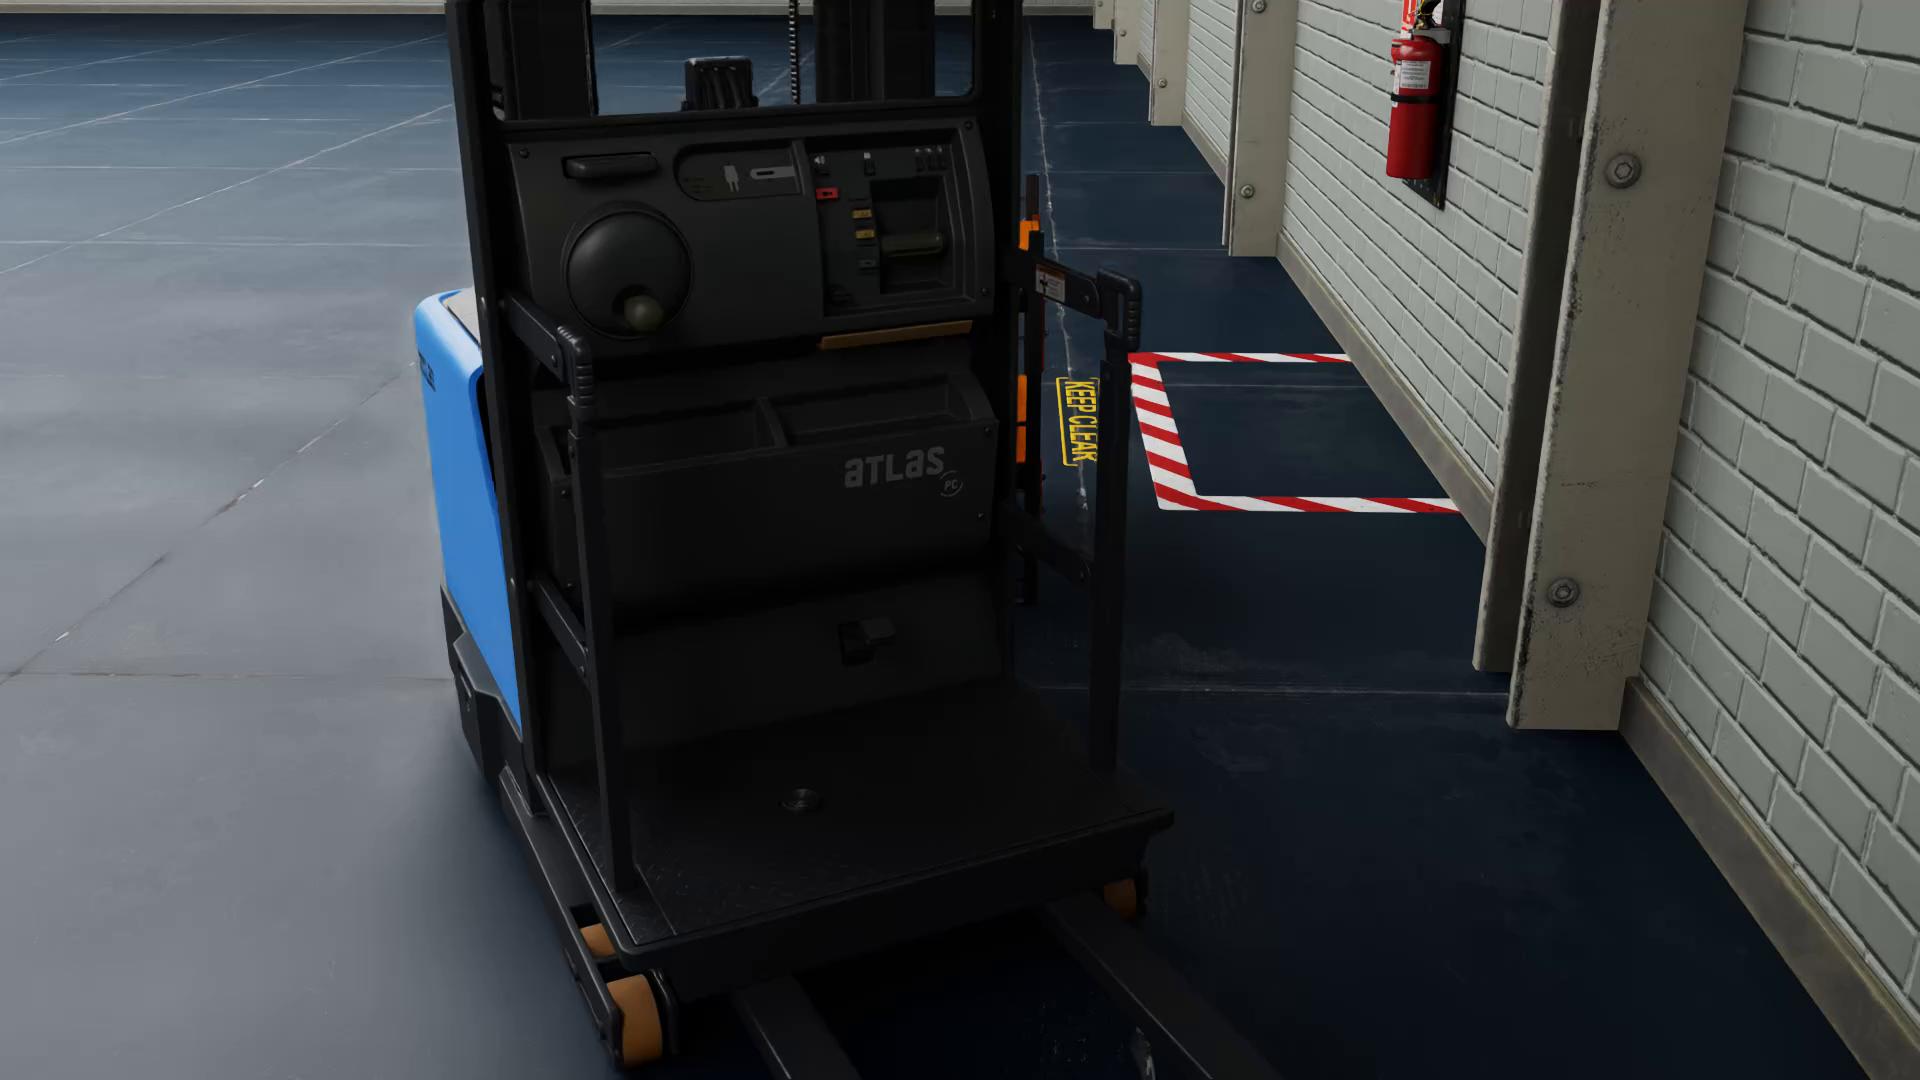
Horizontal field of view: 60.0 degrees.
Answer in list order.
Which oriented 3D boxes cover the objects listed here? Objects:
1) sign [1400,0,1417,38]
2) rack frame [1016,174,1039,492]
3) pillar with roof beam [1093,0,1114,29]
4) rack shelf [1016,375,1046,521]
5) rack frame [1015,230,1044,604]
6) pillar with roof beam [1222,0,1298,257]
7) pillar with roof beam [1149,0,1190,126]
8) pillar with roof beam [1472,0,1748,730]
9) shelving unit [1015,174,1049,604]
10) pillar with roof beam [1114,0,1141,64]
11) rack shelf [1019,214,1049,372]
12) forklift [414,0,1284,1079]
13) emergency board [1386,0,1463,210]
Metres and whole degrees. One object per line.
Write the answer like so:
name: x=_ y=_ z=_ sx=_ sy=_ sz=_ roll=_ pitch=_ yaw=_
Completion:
sign: x=1.812 y=-2.092 z=6.725 sx=0.001 sy=0.329 sz=0.234 roll=1 pitch=21 yaw=2
rack frame: x=0.015 y=-0.706 z=5.793 sx=0.500 sy=1.125 sz=0.032 roll=1 pitch=21 yaw=2
pillar with roof beam: x=-1.994 y=-12.506 z=25.319 sx=9.100 sy=9.000 sz=0.400 roll=1 pitch=21 yaw=2
rack shelf: x=0.000 y=-0.294 z=5.408 sx=0.538 sy=0.278 sz=1.000 roll=1 pitch=21 yaw=2
rack frame: x=-0.016 y=-0.338 z=4.845 sx=0.500 sy=1.125 sz=0.032 roll=1 pitch=21 yaw=2
pillar with roof beam: x=-2.541 y=-5.997 z=8.546 sx=9.100 sy=9.000 sz=0.400 roll=1 pitch=21 yaw=2
pillar with roof beam: x=-2.359 y=-8.167 z=14.137 sx=9.100 sy=9.000 sz=0.400 roll=1 pitch=21 yaw=2
pillar with roof beam: x=-2.724 y=-3.828 z=2.955 sx=9.100 sy=9.000 sz=0.400 roll=1 pitch=21 yaw=2
shelving unit: x=0.000 y=-0.522 z=5.319 sx=0.538 sy=1.125 sz=1.048 roll=1 pitch=21 yaw=2
pillar with roof beam: x=-2.176 y=-10.336 z=19.728 sx=9.100 sy=9.000 sz=0.400 roll=1 pitch=21 yaw=2
rack shelf: x=0.000 y=-0.795 z=5.213 sx=0.538 sy=0.278 sz=1.000 roll=1 pitch=21 yaw=2
forklift: x=-0.274 y=-0.583 z=2.979 sx=1.130 sy=2.935 sz=3.031 roll=-10 pitch=23 yaw=-24
emergency board: x=1.692 y=-1.877 z=6.219 sx=0.194 sy=1.169 sz=0.643 roll=1 pitch=21 yaw=2
